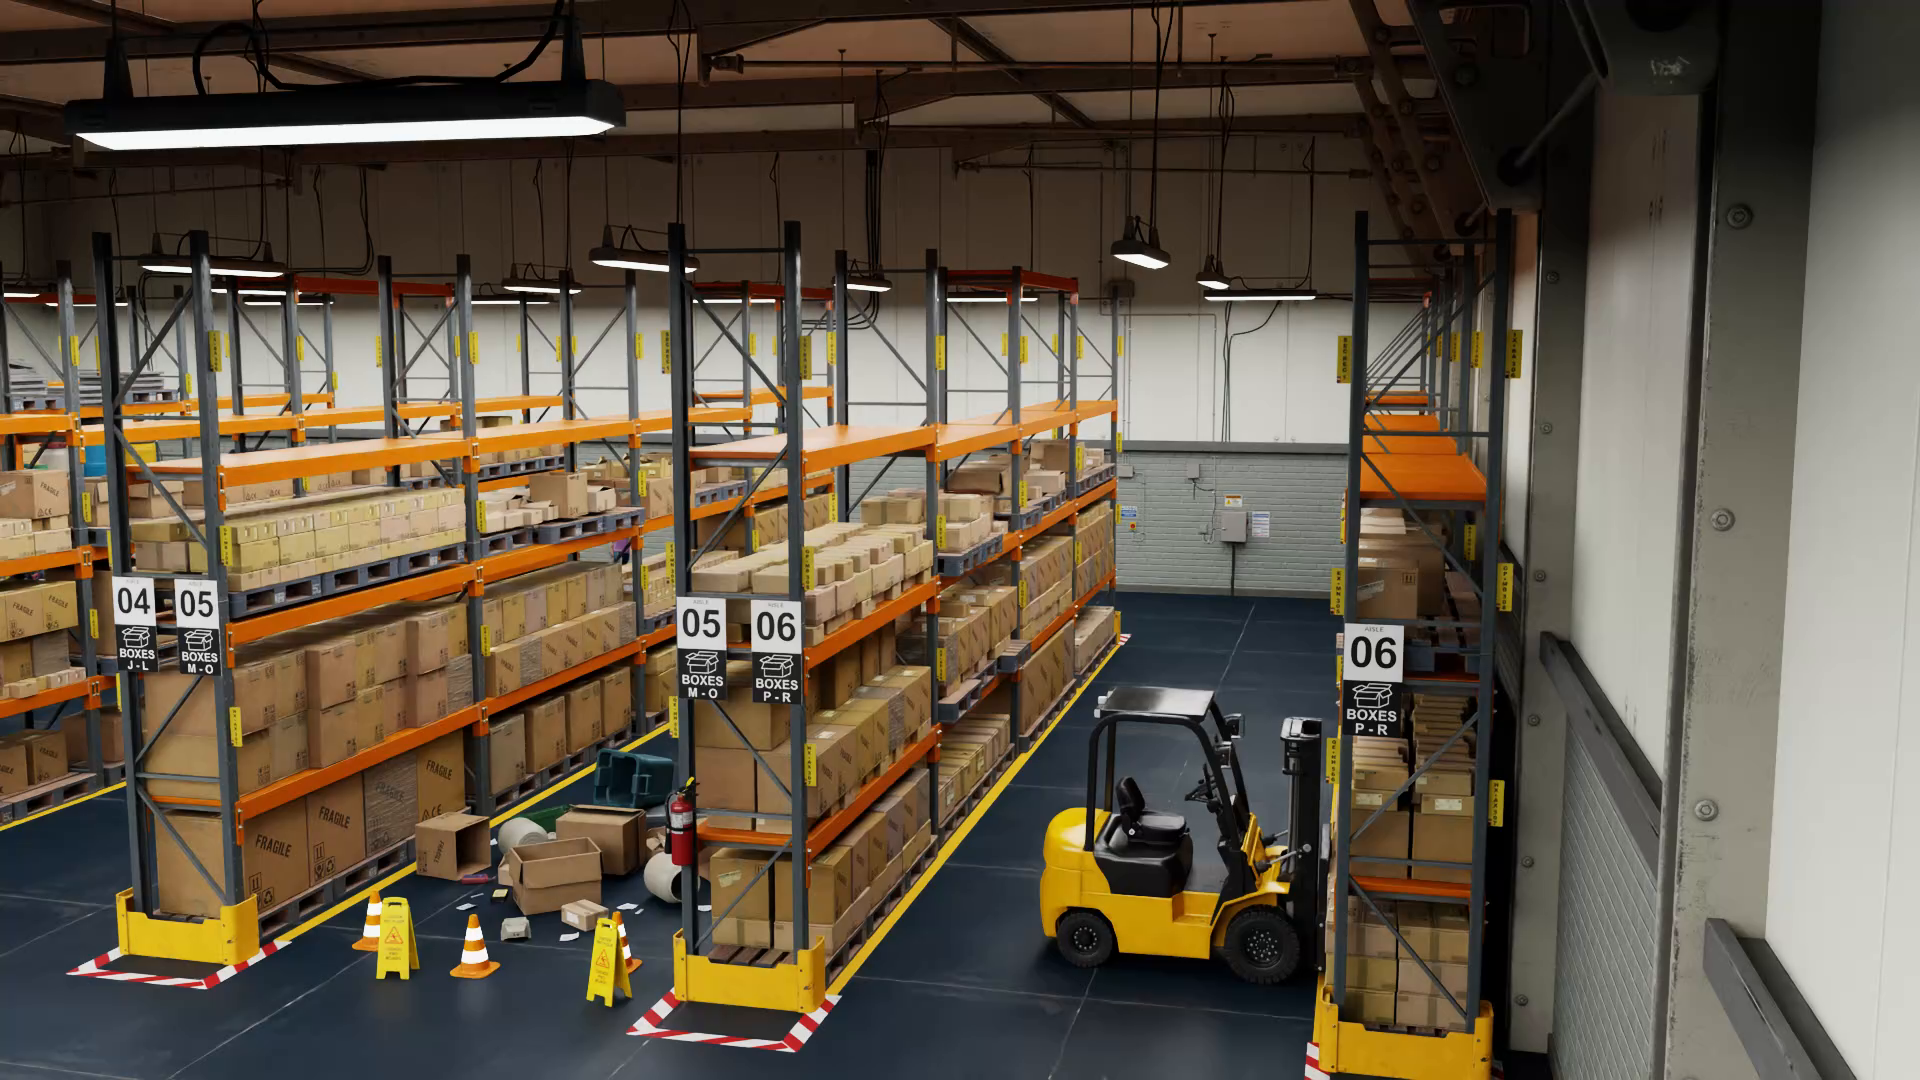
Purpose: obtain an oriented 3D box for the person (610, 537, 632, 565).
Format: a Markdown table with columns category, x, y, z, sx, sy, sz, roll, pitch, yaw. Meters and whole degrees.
| category | x | y | z | sx | sy | sz | roll | pitch | yaw |
| --- | --- | --- | --- | --- | --- | --- | --- | --- | --- |
| person | -6.948 | 0.217 | 34.143 | 0.441 | 1.529 | 1.022 | -2 | 7 | -18 |
